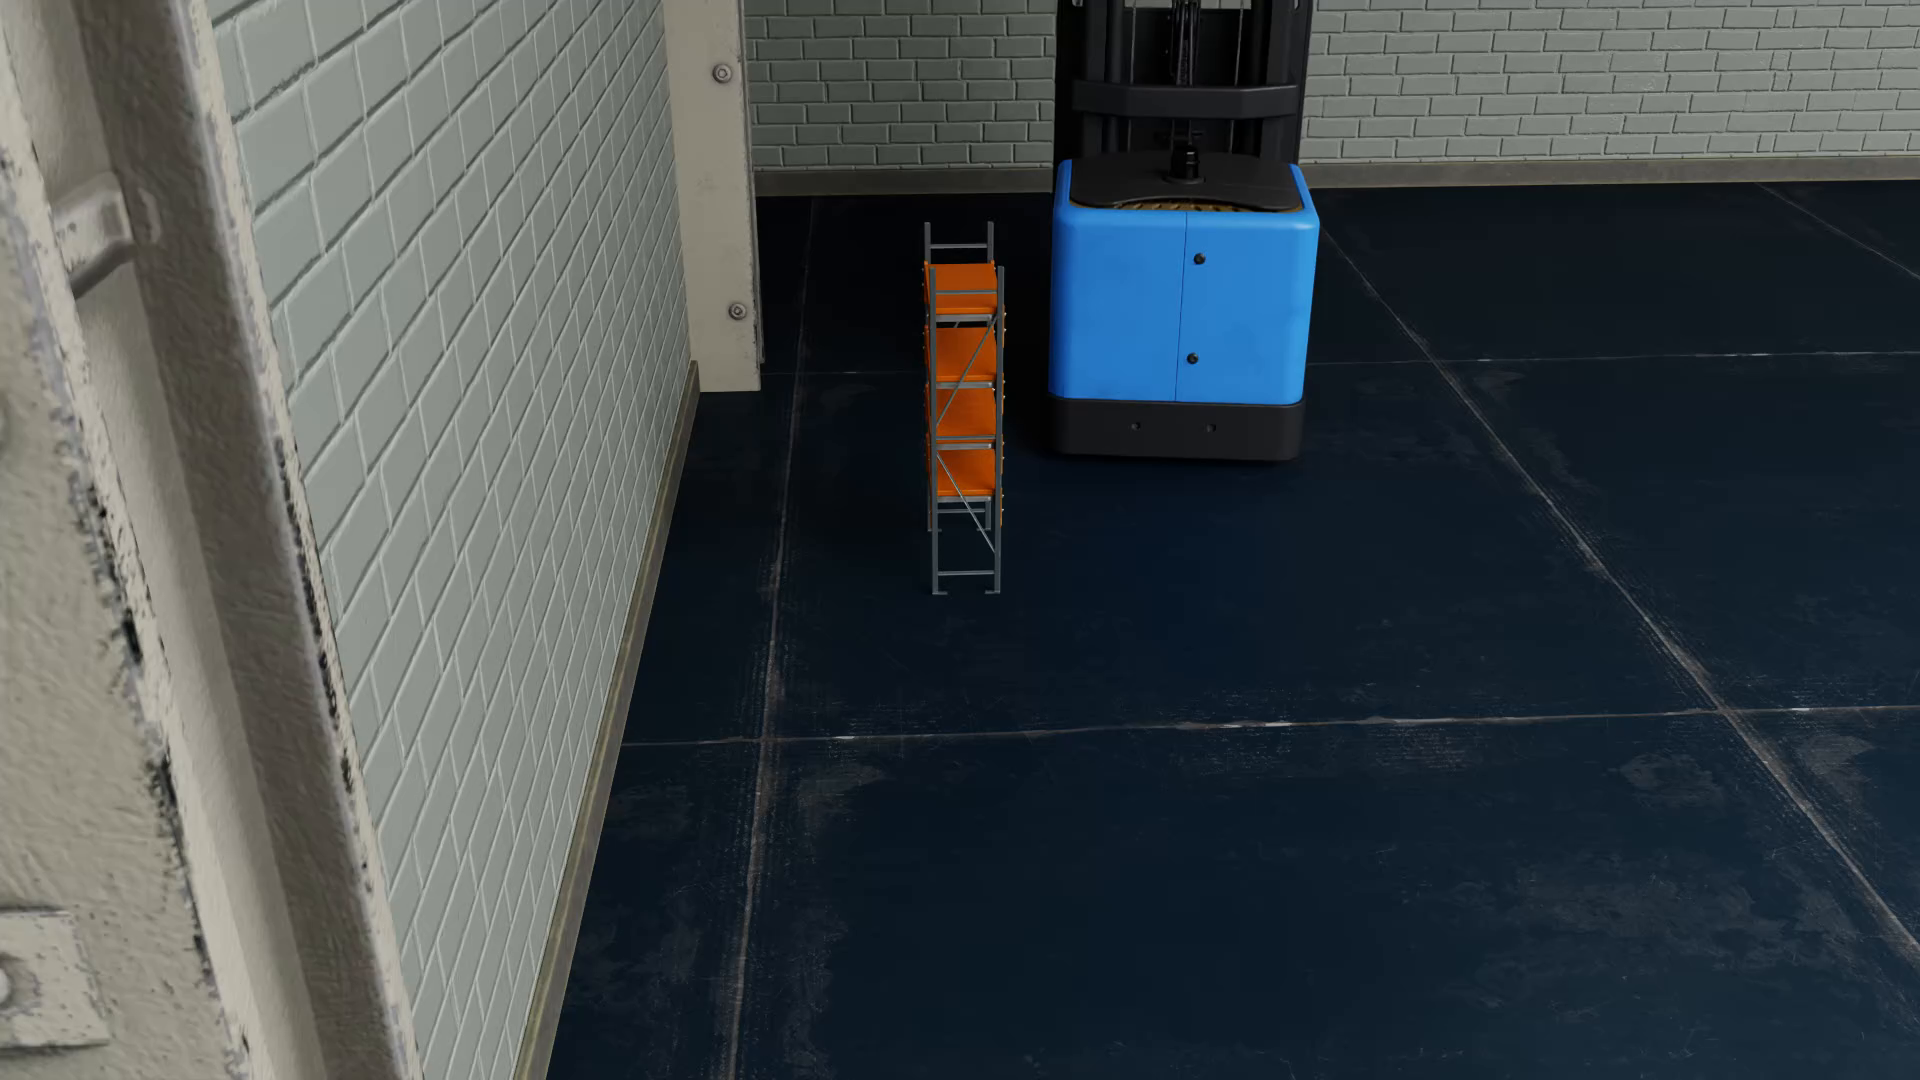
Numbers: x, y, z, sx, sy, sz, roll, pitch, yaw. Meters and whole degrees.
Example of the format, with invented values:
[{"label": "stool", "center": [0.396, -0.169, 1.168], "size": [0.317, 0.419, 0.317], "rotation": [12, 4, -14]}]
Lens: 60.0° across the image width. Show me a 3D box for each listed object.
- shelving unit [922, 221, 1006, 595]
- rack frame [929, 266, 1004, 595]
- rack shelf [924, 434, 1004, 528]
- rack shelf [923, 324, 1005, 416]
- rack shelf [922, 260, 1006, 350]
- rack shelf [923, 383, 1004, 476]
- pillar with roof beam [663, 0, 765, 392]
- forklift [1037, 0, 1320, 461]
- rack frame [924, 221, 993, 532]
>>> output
[{"label": "shelving unit", "center": [0.009, -0.456, 5.826], "size": [0.258, 1.200, 0.503], "rotation": [-1, 28, -3]}, {"label": "rack frame", "center": [0.021, -0.343, 5.610], "size": [0.240, 1.200, 0.015], "rotation": [-1, 28, -3]}, {"label": "rack shelf", "center": [0.009, -0.220, 5.949], "size": [0.258, 0.148, 0.480], "rotation": [-1, 28, -3]}, {"label": "rack shelf", "center": [0.009, -0.594, 5.754], "size": [0.258, 0.148, 0.480], "rotation": [-1, 28, -3]}, {"label": "rack shelf", "center": [0.009, -0.804, 5.644], "size": [0.258, 0.148, 0.480], "rotation": [-1, 28, -3]}, {"label": "rack shelf", "center": [0.009, -0.396, 5.857], "size": [0.258, 0.148, 0.480], "rotation": [-1, 28, -3]}, {"label": "pillar with roof beam", "center": [3.227, -4.860, 5.838], "size": [9.100, 9.000, 0.400], "rotation": [-1, 28, -3]}, {"label": "forklift", "center": [0.980, -2.267, 7.427], "size": [1.130, 2.935, 3.031], "rotation": [2, 28, 4]}, {"label": "rack frame", "center": [-0.004, -0.568, 6.042], "size": [0.240, 1.200, 0.015], "rotation": [-1, 28, -3]}]
